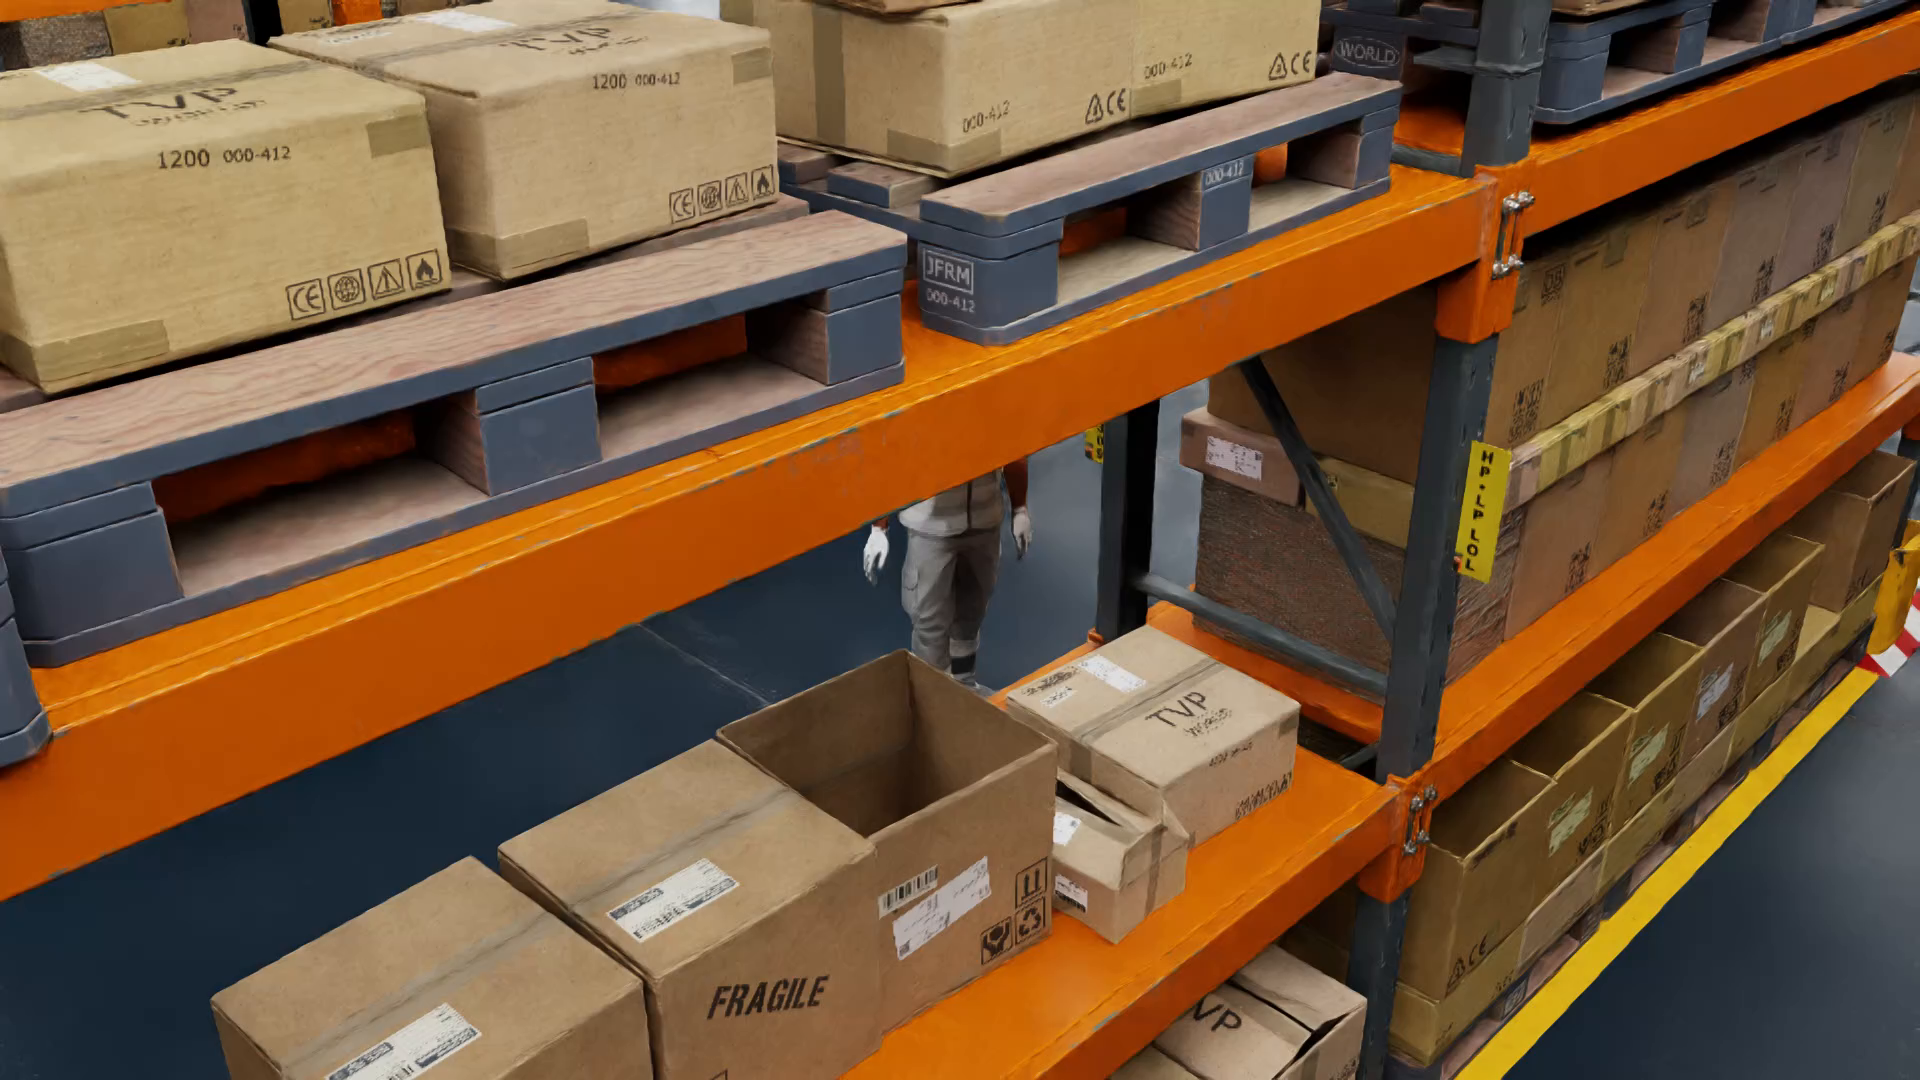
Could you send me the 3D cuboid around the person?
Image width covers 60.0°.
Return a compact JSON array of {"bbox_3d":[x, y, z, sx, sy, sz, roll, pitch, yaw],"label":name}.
[{"bbox_3d":[-0.025,-0.018,6.076,0.682,1.787,0.586,-14,31,-26],"label":"person"}]
